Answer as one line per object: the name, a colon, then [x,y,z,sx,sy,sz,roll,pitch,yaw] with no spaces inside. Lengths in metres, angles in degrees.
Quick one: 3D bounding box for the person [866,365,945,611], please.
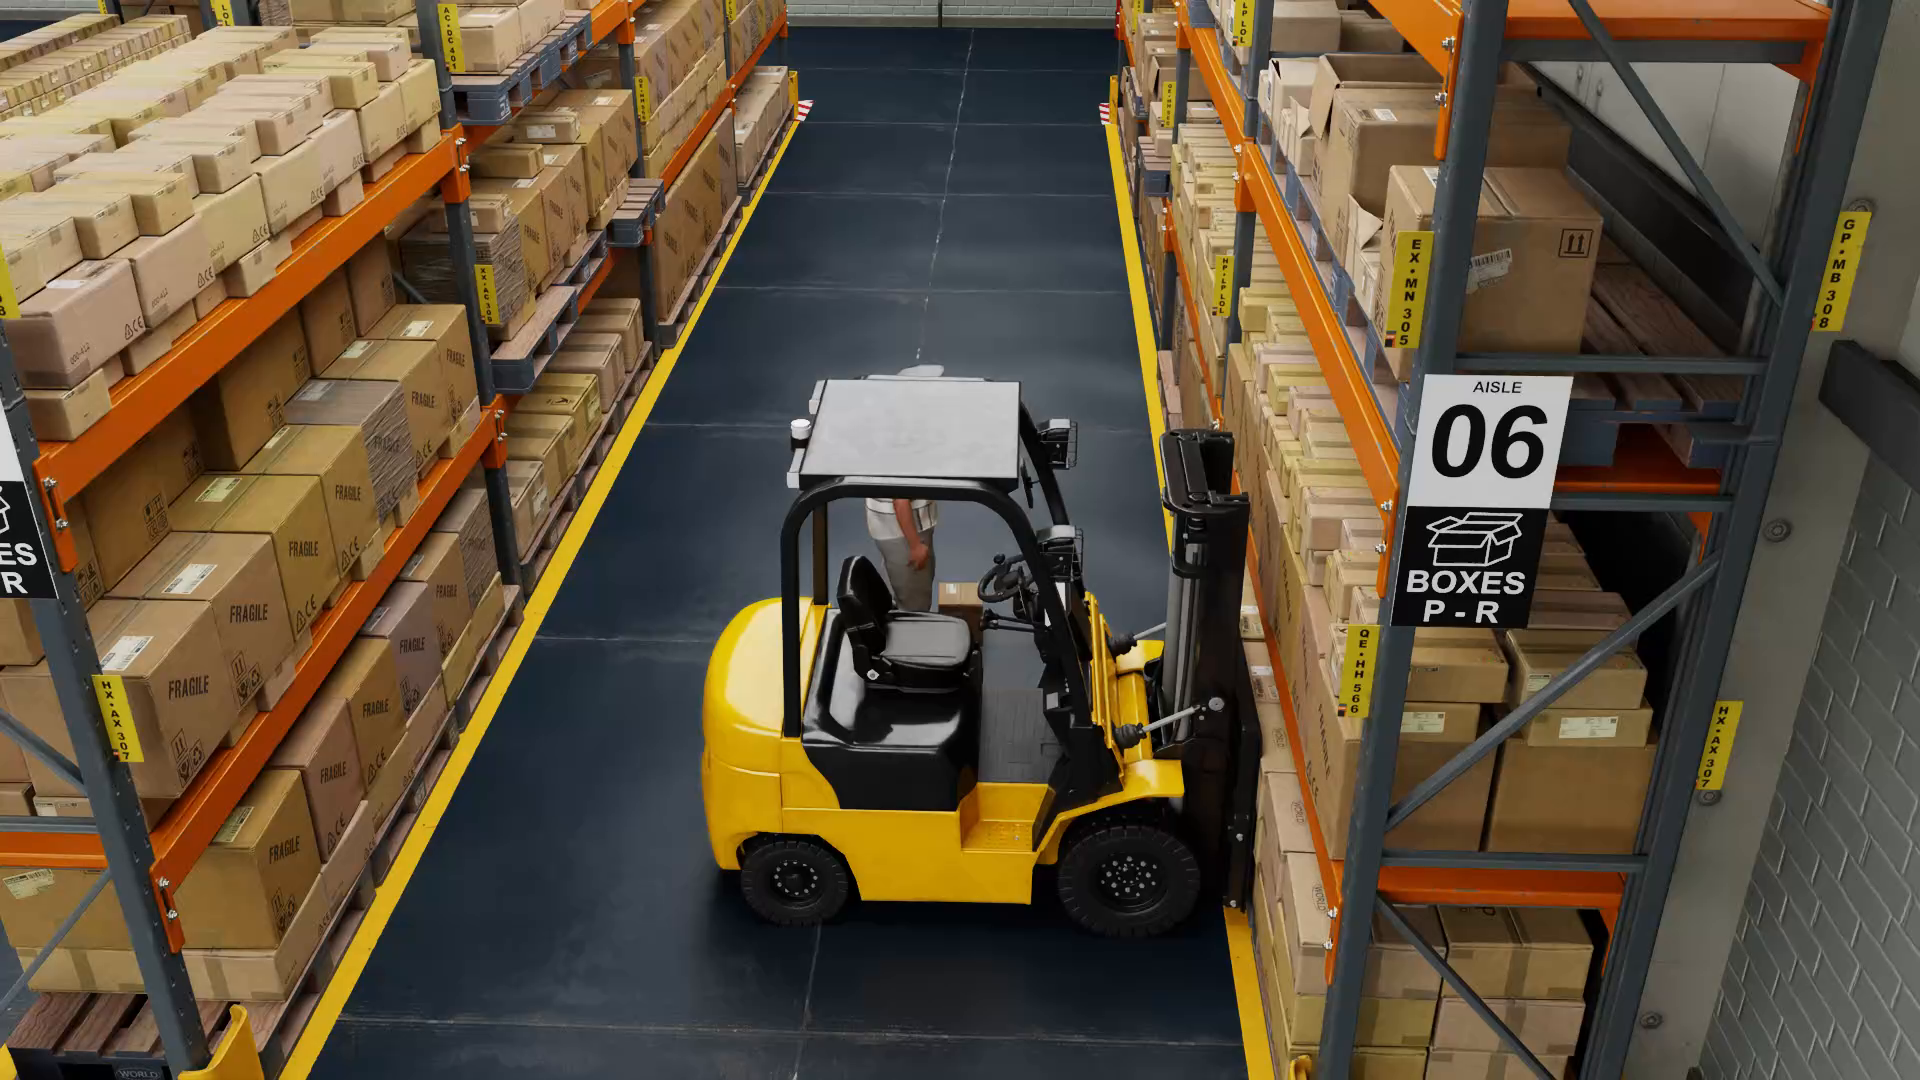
person: [-0.273,-0.085,8.773,0.433,1.748,0.595,0,28,1]
